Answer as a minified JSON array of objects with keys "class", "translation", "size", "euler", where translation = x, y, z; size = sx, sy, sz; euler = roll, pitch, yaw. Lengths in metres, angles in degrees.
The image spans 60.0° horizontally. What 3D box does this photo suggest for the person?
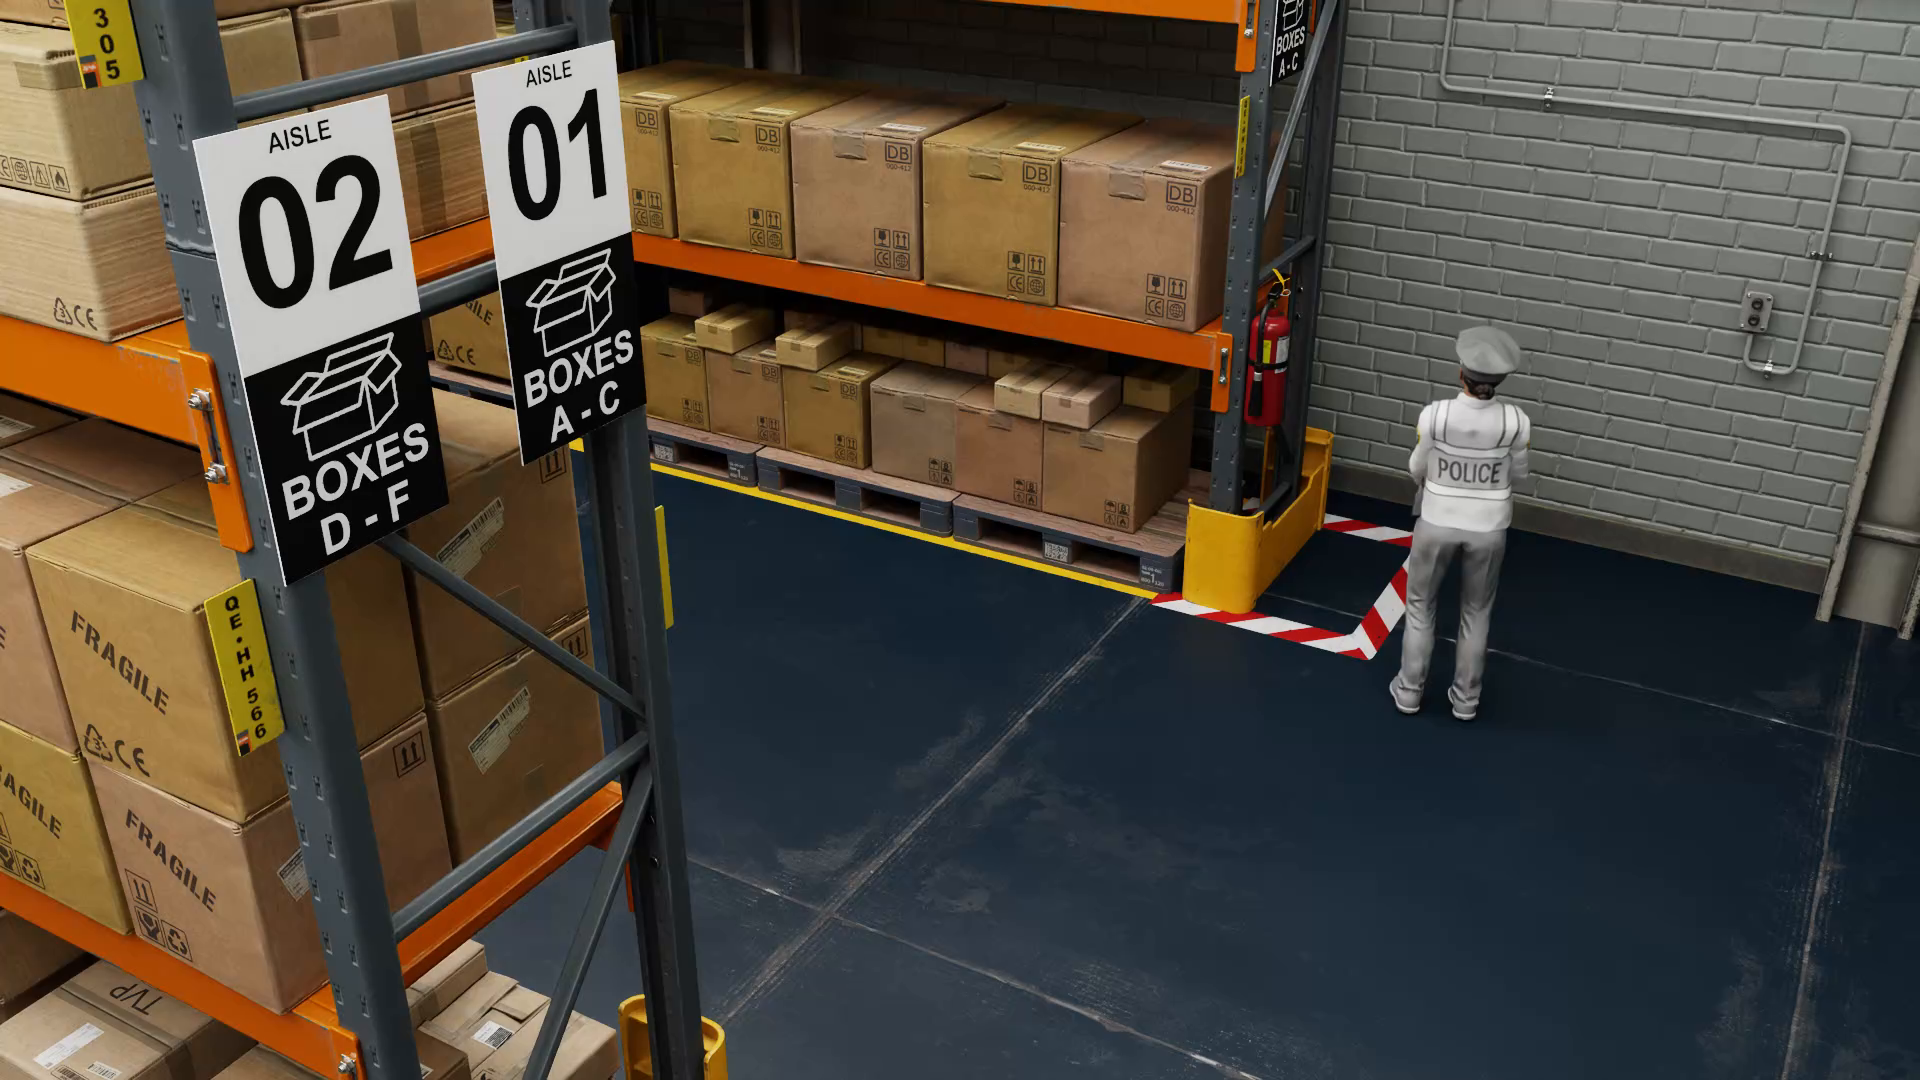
[{"class":"person","translation":[2.032,-0.086,6.762],"size":[0.456,1.690,0.539],"euler":[6,27,11]}]
